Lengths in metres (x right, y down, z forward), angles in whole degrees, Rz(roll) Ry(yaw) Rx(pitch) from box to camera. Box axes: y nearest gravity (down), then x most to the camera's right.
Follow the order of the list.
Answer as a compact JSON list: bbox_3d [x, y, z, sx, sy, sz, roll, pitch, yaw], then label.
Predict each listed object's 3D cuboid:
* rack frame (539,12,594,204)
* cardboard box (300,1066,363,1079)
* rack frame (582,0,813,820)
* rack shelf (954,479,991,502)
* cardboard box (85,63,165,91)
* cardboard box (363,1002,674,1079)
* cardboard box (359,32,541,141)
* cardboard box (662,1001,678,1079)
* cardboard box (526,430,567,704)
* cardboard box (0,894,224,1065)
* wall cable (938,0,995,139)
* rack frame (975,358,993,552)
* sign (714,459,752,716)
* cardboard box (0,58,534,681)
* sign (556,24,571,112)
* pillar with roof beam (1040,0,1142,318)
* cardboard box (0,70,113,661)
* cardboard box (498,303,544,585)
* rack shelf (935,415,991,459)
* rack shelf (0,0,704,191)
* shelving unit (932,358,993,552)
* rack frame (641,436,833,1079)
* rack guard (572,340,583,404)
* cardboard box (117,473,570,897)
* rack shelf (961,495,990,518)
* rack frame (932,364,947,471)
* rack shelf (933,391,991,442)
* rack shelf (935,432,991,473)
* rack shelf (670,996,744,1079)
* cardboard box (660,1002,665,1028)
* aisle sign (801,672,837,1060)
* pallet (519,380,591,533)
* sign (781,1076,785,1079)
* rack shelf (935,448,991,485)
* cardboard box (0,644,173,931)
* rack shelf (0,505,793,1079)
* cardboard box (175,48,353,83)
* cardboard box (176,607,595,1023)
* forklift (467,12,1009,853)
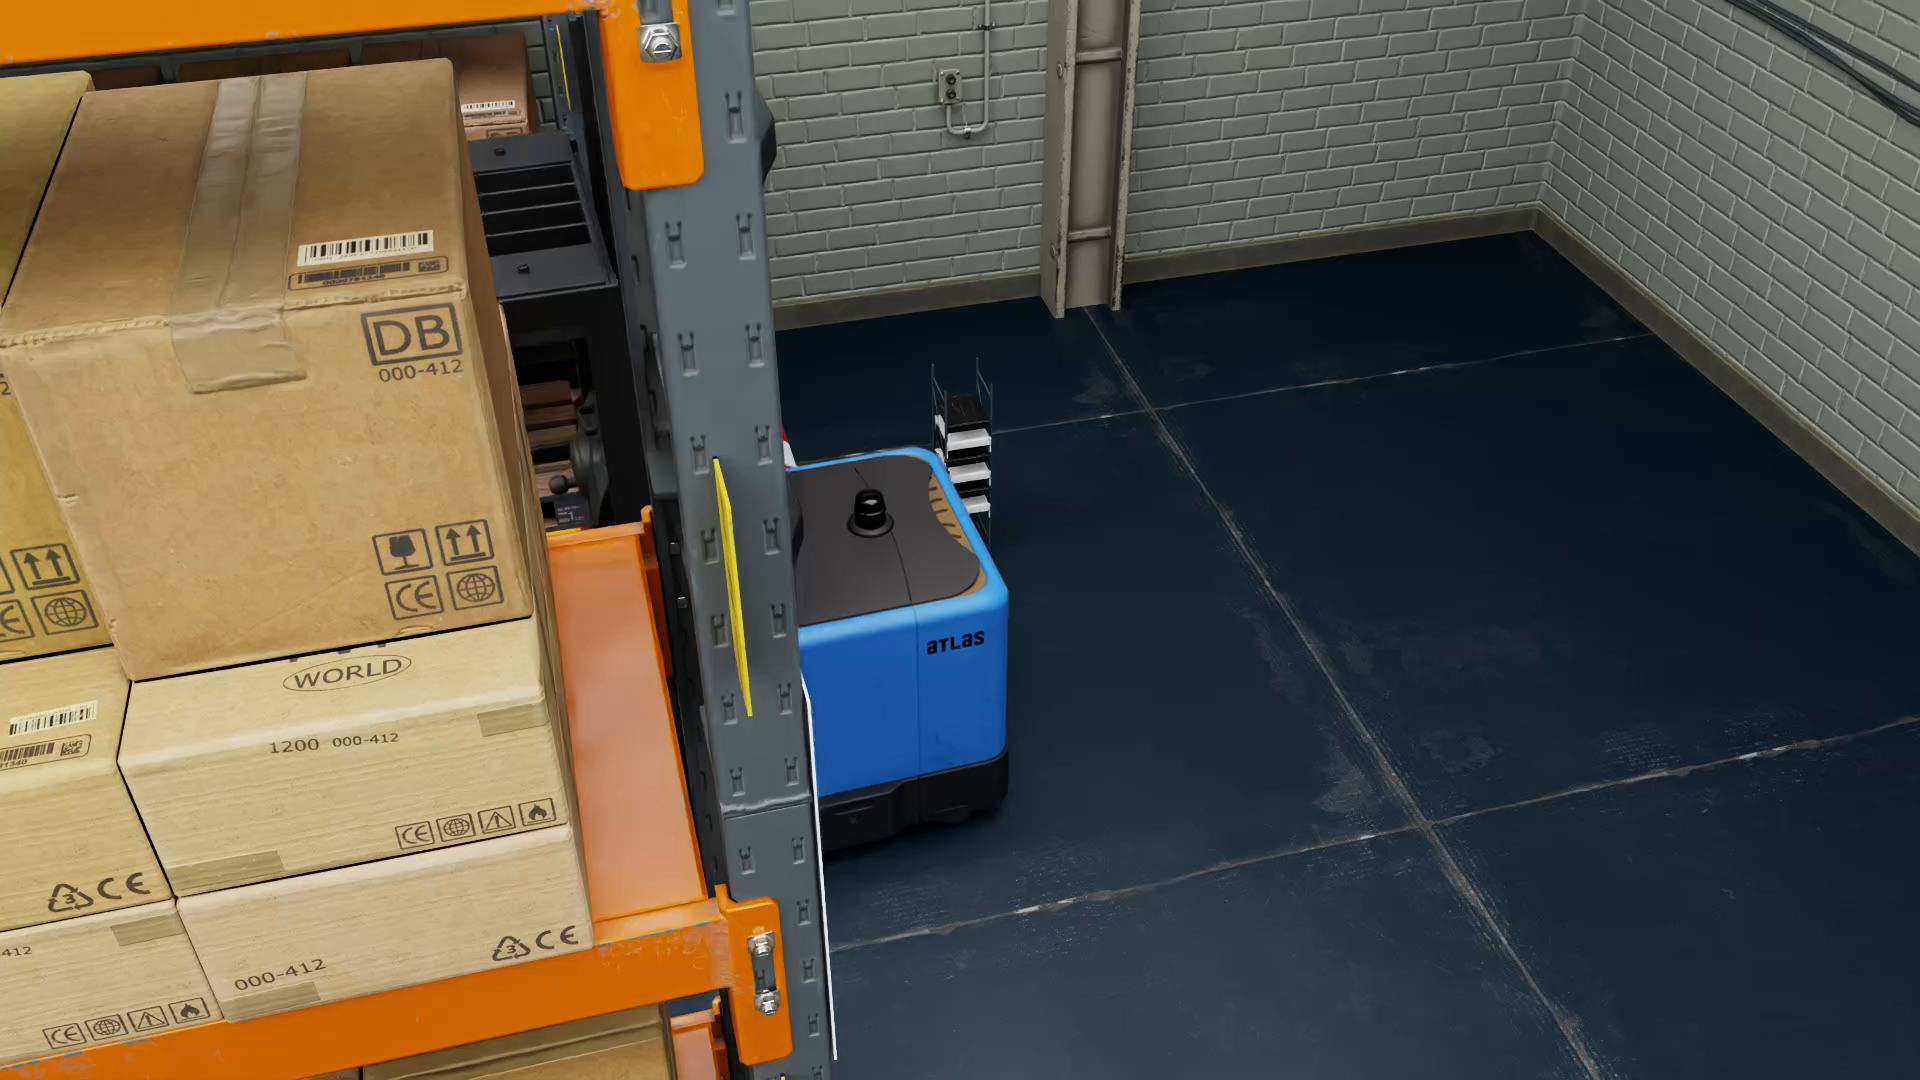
[{"bbox_3d":[-1.693,-1.629,7.410,0.127,3.000,1.000,-9,38,-12],"label":"rack frame"},{"bbox_3d":[-1.244,1.152,2.870,0.500,0.500,0.500,-8,38,-11],"label":"cardboard box"},{"bbox_3d":[-0.398,-1.106,1.790,0.127,3.000,1.000,-9,38,-12],"label":"rack frame"},{"bbox_3d":[0.008,-0.261,7.553,0.200,0.077,0.258,-9,38,-12],"label":"rack shelf"},{"bbox_3d":[-3.621,-1.424,6.896,0.700,0.700,0.980,-11,39,-14],"label":"cardboard box"},{"bbox_3d":[-0.756,1.071,2.976,0.500,0.500,0.500,-10,38,-12],"label":"cardboard box"},{"bbox_3d":[-2.183,-1.661,7.206,0.700,0.700,0.980,-8,38,-10],"label":"cardboard box"},{"bbox_3d":[-0.895,1.152,3.693,0.500,0.500,0.500,-9,38,-11],"label":"cardboard box"},{"bbox_3d":[-0.960,0.077,2.835,0.500,0.250,0.500,-9,38,-12],"label":"cardboard box"},{"bbox_3d":[-1.311,0.453,2.343,0.500,0.250,0.500,-9,38,-12],"label":"cardboard box"},{"bbox_3d":[-0.704,-2.790,8.092,1.851,1.984,0.084,-9,38,-12],"label":"wall cable"},{"bbox_3d":[0.106,-0.375,7.499,0.006,0.900,0.240,-9,38,-12],"label":"rack frame"},{"bbox_3d":[-0.273,0.062,2.003,0.005,0.325,0.100,-9,38,-12],"label":"sign"},{"bbox_3d":[-0.890,-0.261,2.248,0.500,0.500,0.700,-9,38,-12],"label":"cardboard box"},{"bbox_3d":[-1.565,-1.862,6.568,0.005,0.325,0.100,-9,38,-12],"label":"sign"},{"bbox_3d":[1.810,-2.421,3.509,0.400,9.000,9.100,-9,38,-12],"label":"pillar with roof beam"},{"bbox_3d":[-1.395,-0.231,2.210,0.500,0.500,0.700,-9,38,-12],"label":"cardboard box"},{"bbox_3d":[-0.962,-0.125,2.688,0.500,0.250,0.500,-9,38,-12],"label":"cardboard box"},{"bbox_3d":[0.008,-0.475,7.389,0.200,0.077,0.258,-9,38,-12],"label":"rack shelf"},{"bbox_3d":[-2.329,-0.503,1.595,4.000,0.370,1.077,-9,38,-12],"label":"rack shelf"},{"bbox_3d":[0.008,-0.359,7.478,0.210,0.900,0.258,-9,38,-12],"label":"shelving unit"},{"bbox_3d":[-0.398,1.276,3.613,0.127,3.000,1.000,-9,38,-12],"label":"rack frame"},{"bbox_3d":[-1.670,-0.640,8.175,0.348,0.500,1.175,-9,38,-12],"label":"rack guard"},{"bbox_3d":[-0.828,0.177,2.293,0.500,0.250,0.500,-9,38,-12],"label":"cardboard box"},{"bbox_3d":[0.008,-0.189,7.608,0.200,0.077,0.258,-9,38,-12],"label":"rack shelf"},{"bbox_3d":[-0.090,-0.343,7.457,0.006,0.900,0.240,-9,38,-12],"label":"rack frame"},{"bbox_3d":[0.008,-0.547,7.334,0.200,0.077,0.258,-9,38,-12],"label":"rack shelf"},{"bbox_3d":[0.008,-0.404,7.444,0.200,0.077,0.258,-9,38,-12],"label":"rack shelf"},{"bbox_3d":[-2.329,1.879,3.417,4.000,0.370,1.077,-9,38,-12],"label":"rack shelf"},{"bbox_3d":[-0.895,0.755,3.389,0.500,0.500,0.500,-8,38,-11],"label":"cardboard box"},{"bbox_3d":[-0.252,0.413,2.602,0.004,0.787,0.394,-9,38,-12],"label":"aisle sign"},{"bbox_3d":[-2.445,-0.349,8.032,1.213,0.211,1.003,-9,38,-12],"label":"pallet"},{"bbox_3d":[-0.273,1.020,2.735,0.005,0.325,0.100,-9,38,-12],"label":"sign"},{"bbox_3d":[0.008,-0.332,7.499,0.200,0.077,0.258,-9,38,-12],"label":"rack shelf"},{"bbox_3d":[-1.310,0.256,2.189,0.500,0.250,0.500,-9,38,-12],"label":"cardboard box"},{"bbox_3d":[-2.329,0.687,2.506,4.000,0.370,1.077,-9,38,-12],"label":"rack shelf"},{"bbox_3d":[-2.883,-1.539,7.047,0.700,0.700,0.980,-10,38,-12],"label":"cardboard box"},{"bbox_3d":[-0.825,0.381,2.438,0.500,0.250,0.500,-9,38,-12],"label":"cardboard box"},{"bbox_3d":[-1.391,-0.147,5.530,3.031,2.935,1.130,-11,39,-13],"label":"forklift"}]
